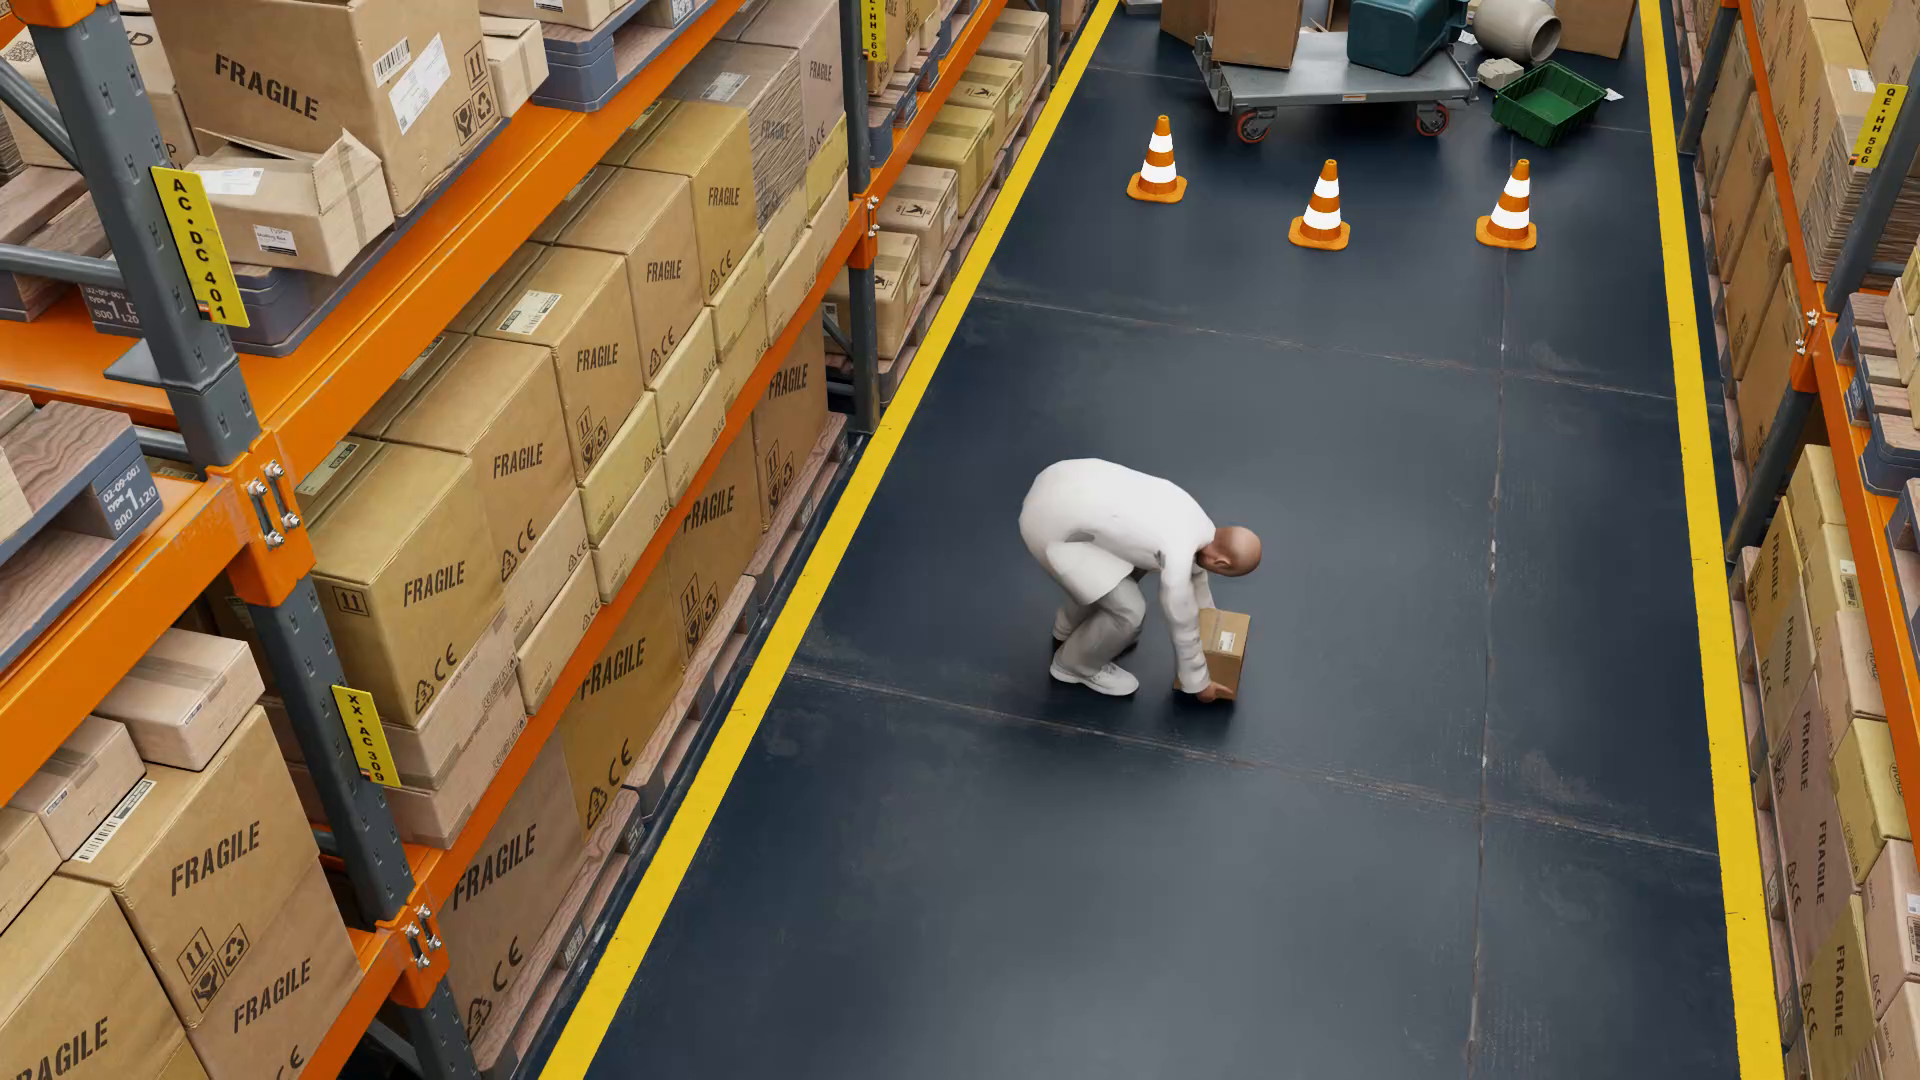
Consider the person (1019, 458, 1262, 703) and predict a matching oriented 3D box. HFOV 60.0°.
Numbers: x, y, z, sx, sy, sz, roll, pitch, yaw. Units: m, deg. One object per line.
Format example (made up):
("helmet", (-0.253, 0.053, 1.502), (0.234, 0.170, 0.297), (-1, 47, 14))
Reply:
("person", (0.699, 0.148, 6.596), (0.943, 0.995, 0.588), (8, 41, 9))
